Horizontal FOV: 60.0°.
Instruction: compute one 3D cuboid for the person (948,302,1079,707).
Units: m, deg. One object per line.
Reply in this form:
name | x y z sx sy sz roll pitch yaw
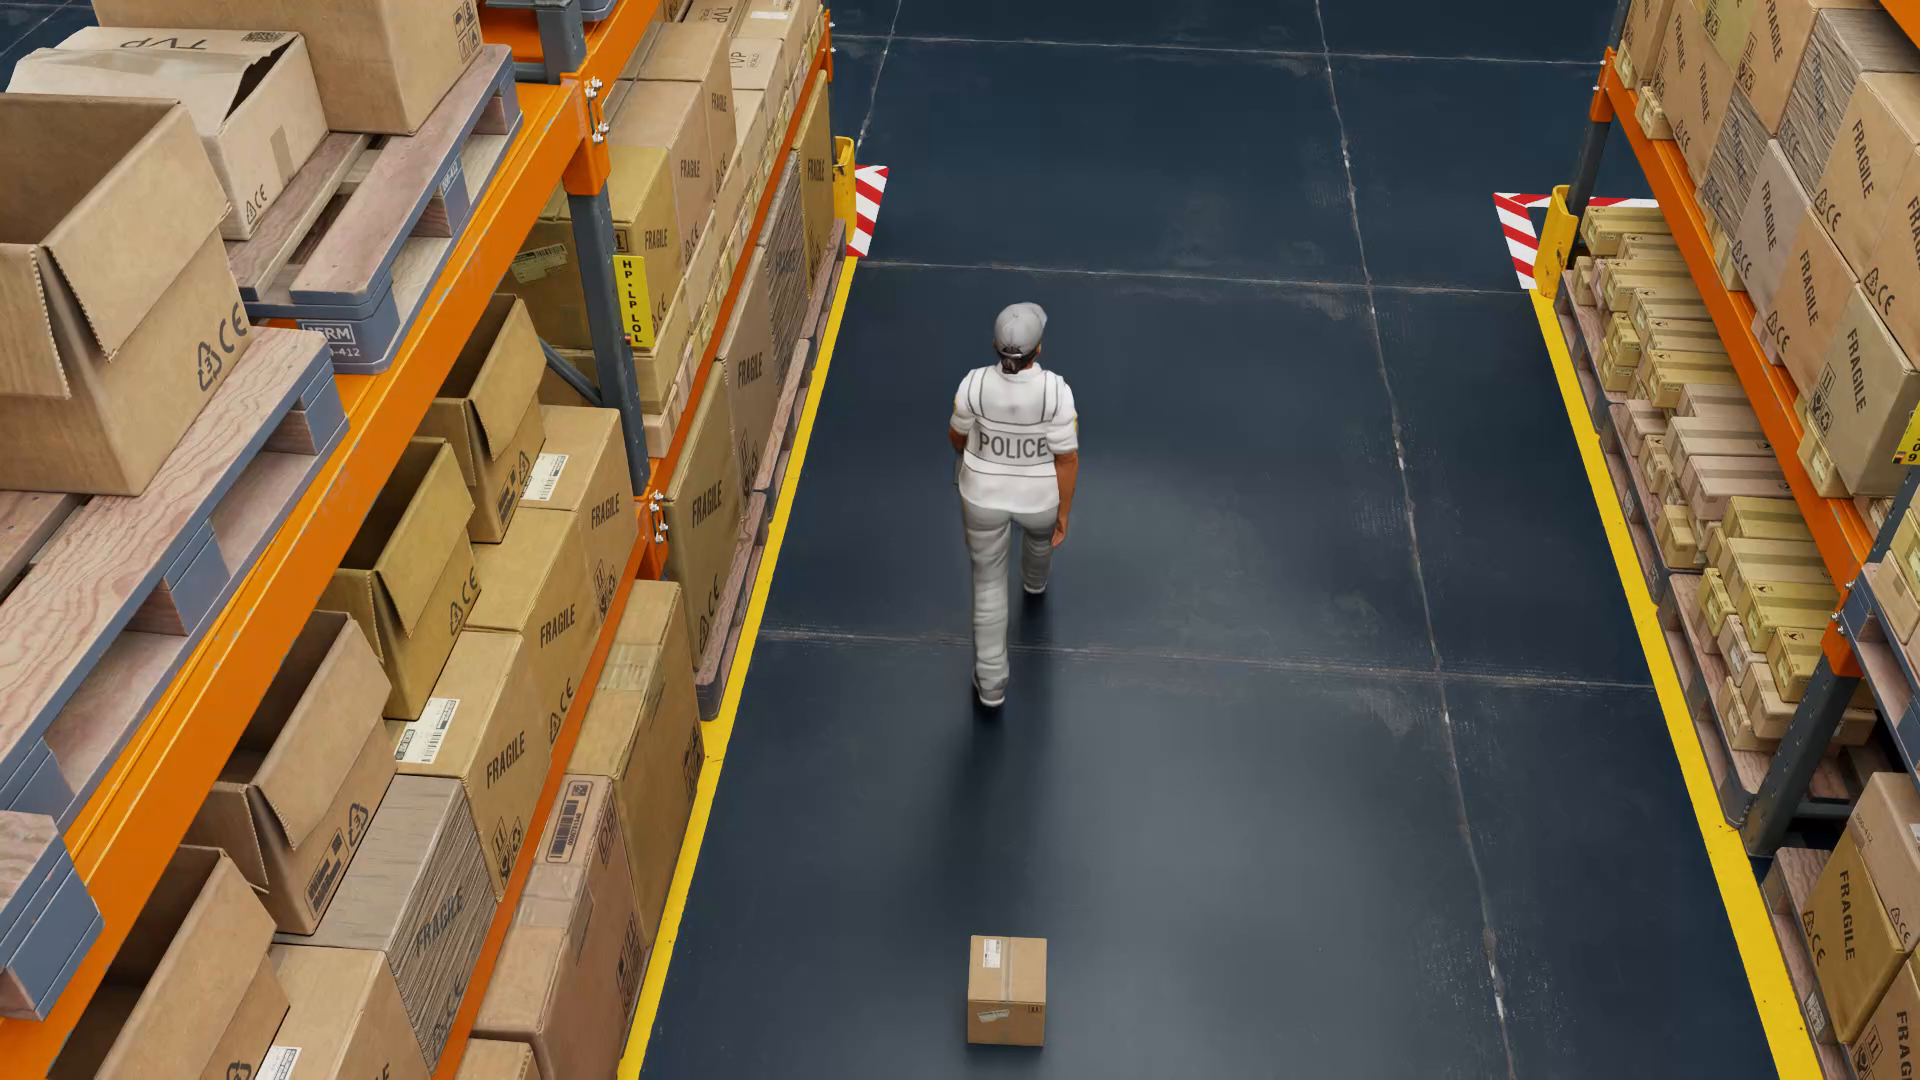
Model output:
person | 0.201 -0.240 6.423 0.490 1.600 1.027 1 40 2
